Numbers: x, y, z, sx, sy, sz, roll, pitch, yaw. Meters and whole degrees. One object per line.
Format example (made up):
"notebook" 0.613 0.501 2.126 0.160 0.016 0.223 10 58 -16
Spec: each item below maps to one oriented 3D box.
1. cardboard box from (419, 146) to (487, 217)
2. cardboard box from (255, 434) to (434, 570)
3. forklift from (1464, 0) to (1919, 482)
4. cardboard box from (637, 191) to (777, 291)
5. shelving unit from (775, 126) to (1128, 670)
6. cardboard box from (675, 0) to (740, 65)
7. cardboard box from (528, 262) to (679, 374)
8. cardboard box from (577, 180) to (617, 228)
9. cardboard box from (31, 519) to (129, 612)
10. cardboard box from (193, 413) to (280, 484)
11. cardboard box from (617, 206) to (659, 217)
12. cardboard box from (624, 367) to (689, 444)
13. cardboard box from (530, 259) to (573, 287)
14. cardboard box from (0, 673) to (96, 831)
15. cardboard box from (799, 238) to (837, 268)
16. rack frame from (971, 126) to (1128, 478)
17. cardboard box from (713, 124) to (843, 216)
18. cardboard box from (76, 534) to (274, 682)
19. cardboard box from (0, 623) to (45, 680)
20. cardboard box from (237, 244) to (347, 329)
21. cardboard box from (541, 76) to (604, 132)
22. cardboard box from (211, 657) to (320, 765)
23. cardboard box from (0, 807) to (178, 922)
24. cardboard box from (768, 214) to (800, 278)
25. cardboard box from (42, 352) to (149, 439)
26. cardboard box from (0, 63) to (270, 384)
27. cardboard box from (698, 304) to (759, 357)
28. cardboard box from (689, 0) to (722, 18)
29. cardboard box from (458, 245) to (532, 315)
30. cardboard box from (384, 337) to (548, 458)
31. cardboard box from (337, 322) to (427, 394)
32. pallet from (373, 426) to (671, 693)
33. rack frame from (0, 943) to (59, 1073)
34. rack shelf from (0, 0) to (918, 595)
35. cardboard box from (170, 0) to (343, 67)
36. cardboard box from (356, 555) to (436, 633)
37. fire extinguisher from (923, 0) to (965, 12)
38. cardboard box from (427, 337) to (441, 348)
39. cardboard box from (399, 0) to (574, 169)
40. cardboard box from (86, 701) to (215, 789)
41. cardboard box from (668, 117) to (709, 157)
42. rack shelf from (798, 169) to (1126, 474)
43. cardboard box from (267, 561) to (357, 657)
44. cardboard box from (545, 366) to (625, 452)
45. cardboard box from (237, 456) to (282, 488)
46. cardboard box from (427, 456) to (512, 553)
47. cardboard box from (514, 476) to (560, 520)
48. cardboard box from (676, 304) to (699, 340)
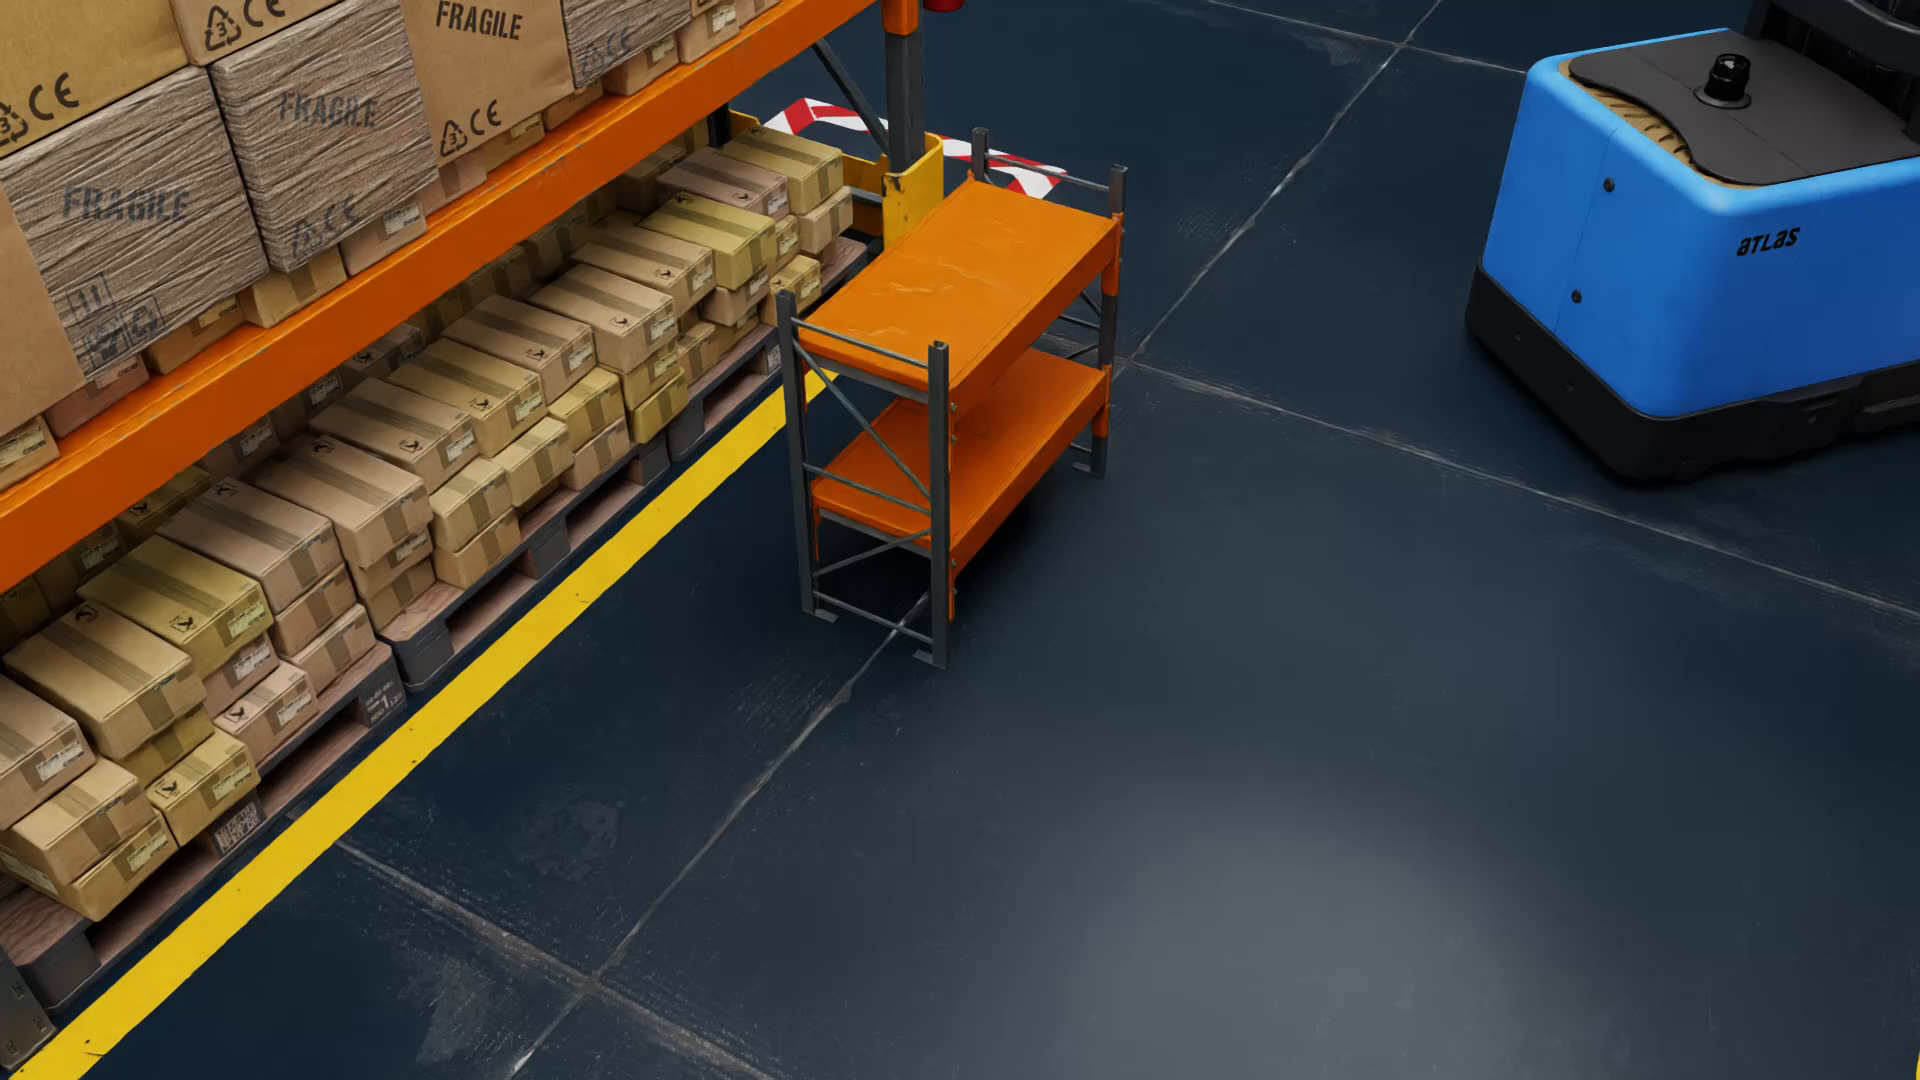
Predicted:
"cardboard box" -1.457 -0.991 4.295 0.380 0.149 0.250 23 46 24
"cardboard box" -1.660 -0.107 4.491 0.380 0.149 0.250 22 46 23
"forklift" 3.405 -1.875 5.162 3.031 2.935 1.130 -13 43 -14
"cardboard box" -0.832 -0.991 5.495 0.380 0.149 0.250 20 45 21
"shelving unit" 0.003 -0.426 4.883 0.538 1.125 1.048 21 45 22
"cardboard box" -0.887 -1.575 4.959 0.380 0.149 0.250 22 46 23
"cardboard box" -1.103 -0.692 5.155 0.380 0.149 0.250 23 46 24
"cardboard box" -1.419 -1.206 5.739 0.380 0.149 0.250 21 45 22
"cardboard box" -2.429 0.002 4.367 0.380 0.149 0.250 21 45 22
"cardboard box" -2.176 -0.306 4.717 0.380 0.149 0.250 19 45 20
"cardboard box" -1.262 -1.228 5.989 0.380 0.149 0.250 21 45 22
"cardboard box" -1.108 -0.484 5.369 0.380 0.149 0.250 19 45 20
"cardboard box" -1.530 -0.948 5.671 0.380 0.149 0.250 22 46 23
"cardboard box" -2.242 0.468 3.839 0.380 0.149 0.250 23 46 24
"cardboard box" -0.675 -1.099 6.068 0.380 0.149 0.250 22 46 23
"rack frame" 0.258 -0.717 5.213 0.500 1.125 0.032 21 45 22
"cardboard box" -0.637 -1.306 5.852 0.380 0.149 0.250 21 46 23
"cardboard box" -1.969 0.169 4.178 0.380 0.149 0.250 20 45 21
"cardboard box" -2.586 0.264 4.295 0.380 0.149 0.250 19 45 20
"cardboard box" -1.691 -0.671 3.932 0.380 0.149 0.250 22 46 23
"cardboard box" -1.231 -1.299 4.646 0.380 0.149 0.250 19 45 20
"cardboard box" -1.920 0.406 4.359 0.380 0.149 0.250 21 45 22
"cardboard box" -2.133 0.717 4.005 0.380 0.149 0.250 19 45 20
"cardboard box" -0.786 -1.053 5.790 0.380 0.149 0.250 20 45 21
"cardboard box" -2.015 -0.395 3.619 0.380 0.149 0.250 19 45 20
"cardboard box" -1.886 -0.728 3.506 0.500 0.500 0.500 21 45 22
"cardboard box" -0.922 -0.796 5.723 0.380 0.149 0.250 21 45 22
"cardboard box" -0.856 -1.896 4.832 0.500 0.500 0.500 20 45 21
"cardboard box" -1.618 -0.881 5.370 0.380 0.149 0.250 23 46 24
"cardboard box" -1.437 -0.418 4.844 0.380 0.149 0.250 21 46 22
"cardboard box" -1.832 -0.570 5.017 0.380 0.149 0.250 21 46 22
"pallet" -1.678 -0.143 5.253 1.003 0.211 1.213 21 45 22
"rack frame" -2.593 -0.093 3.086 1.000 3.000 0.127 21 45 22
"rack shelf" -1.593 -0.967 4.623 1.077 0.370 4.000 21 45 22
"cardboard box" -1.631 -1.375 3.484 0.500 0.500 0.500 22 46 23
"cardboard box" -1.732 0.078 4.731 0.380 0.149 0.250 19 45 20
"fire extinguisher" -0.066 -2.204 5.824 0.296 0.674 0.183 21 45 22
"cardboard box" -1.681 -0.596 5.271 0.380 0.149 0.250 23 46 24
"cardboard box" -1.360 -1.320 4.179 0.500 0.500 0.500 23 46 24
"cardboard box" -2.086 0.432 4.104 0.380 0.149 0.250 21 46 22
"cardboard box" -1.148 -1.505 6.079 0.380 0.149 0.250 19 45 20
"rack shelf" 0.003 -0.646 4.689 0.538 0.278 1.000 21 45 22
"cardboard box" -1.858 0.127 4.451 0.380 0.149 0.250 19 45 20
"cardboard box" -1.260 -0.446 5.101 0.380 0.149 0.250 23 46 24
"cardboard box" -2.146 -0.159 4.775 0.380 0.149 0.250 22 46 23
"cardboard box" -1.518 -0.146 4.761 0.380 0.149 0.250 21 45 22
"cardboard box" -1.454 -0.214 5.063 0.380 0.149 0.250 22 46 23
"cardboard box" -1.091 -0.767 5.465 0.380 0.149 0.250 20 45 22
